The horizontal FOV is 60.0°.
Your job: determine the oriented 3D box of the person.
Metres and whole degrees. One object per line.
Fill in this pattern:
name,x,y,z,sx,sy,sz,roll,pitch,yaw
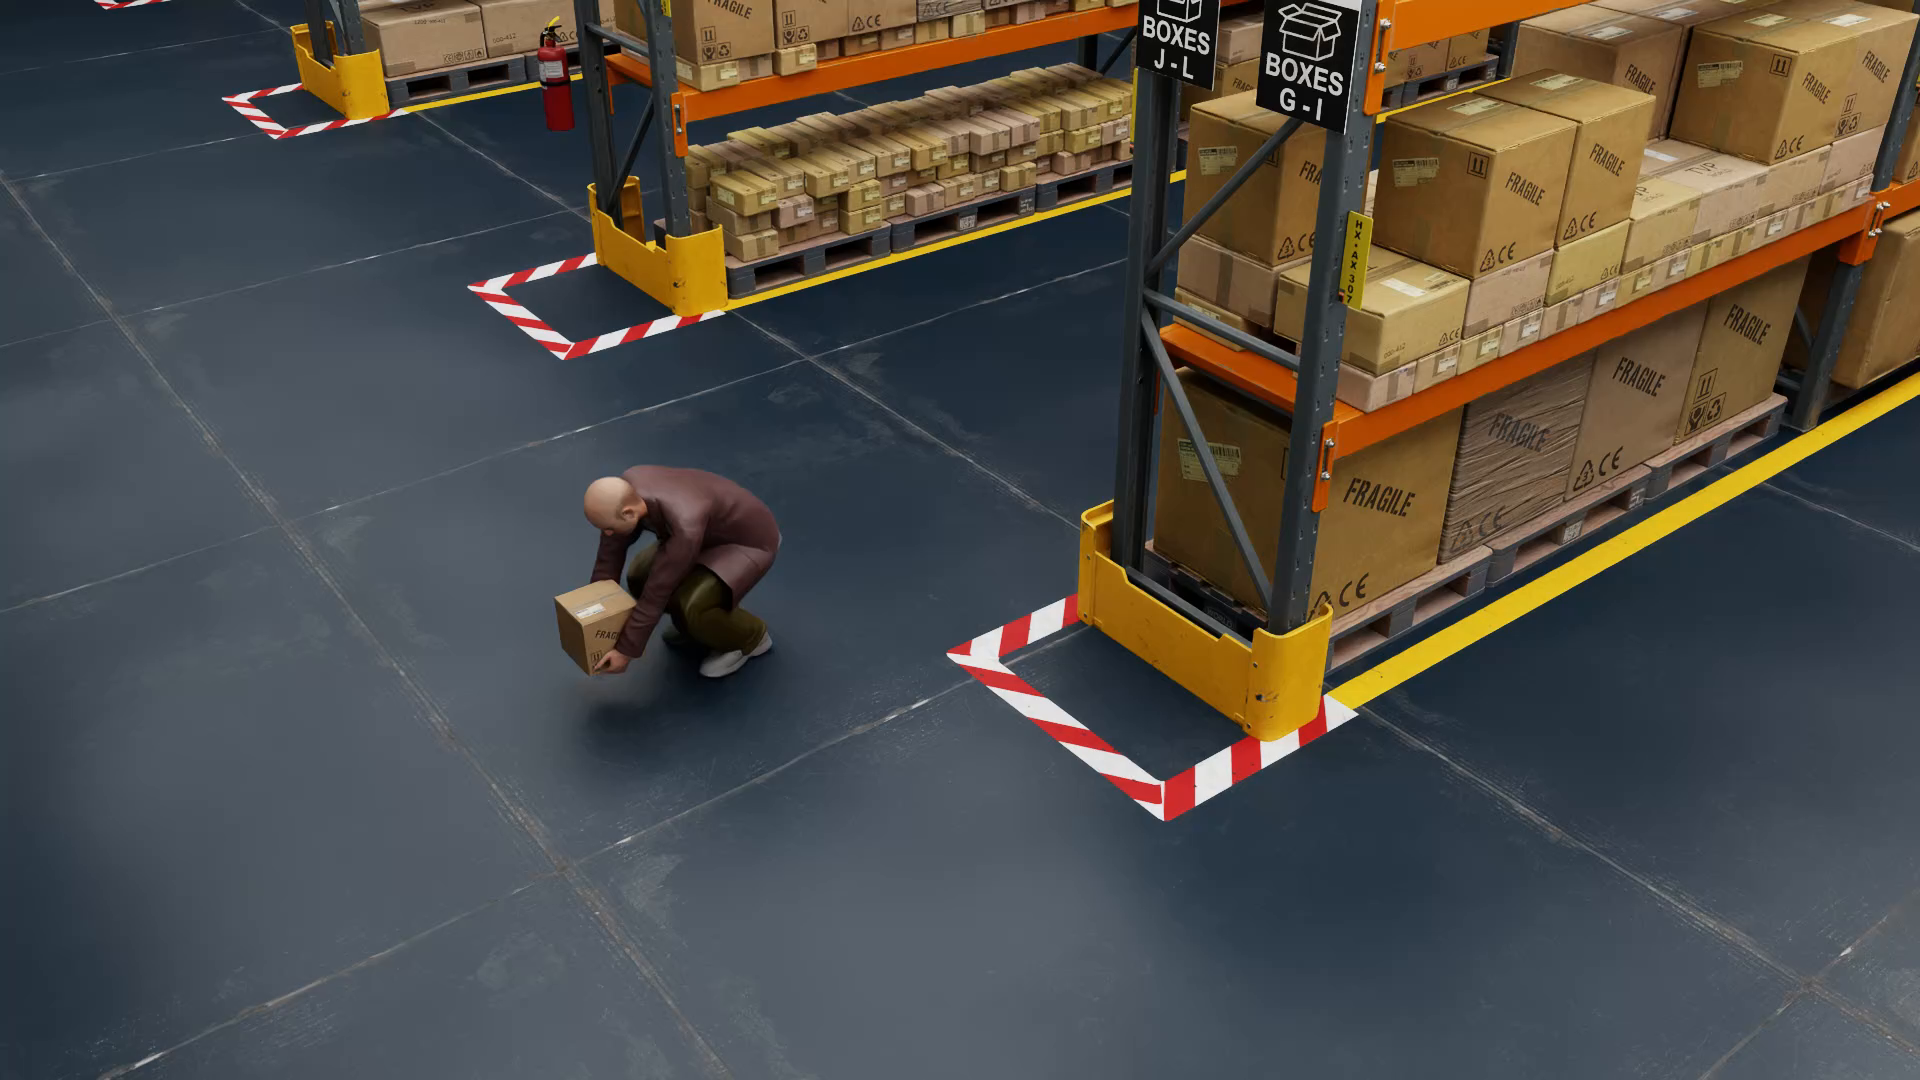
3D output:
person,-1.158,0.091,6.766,0.940,0.980,0.577,-23,39,-32
